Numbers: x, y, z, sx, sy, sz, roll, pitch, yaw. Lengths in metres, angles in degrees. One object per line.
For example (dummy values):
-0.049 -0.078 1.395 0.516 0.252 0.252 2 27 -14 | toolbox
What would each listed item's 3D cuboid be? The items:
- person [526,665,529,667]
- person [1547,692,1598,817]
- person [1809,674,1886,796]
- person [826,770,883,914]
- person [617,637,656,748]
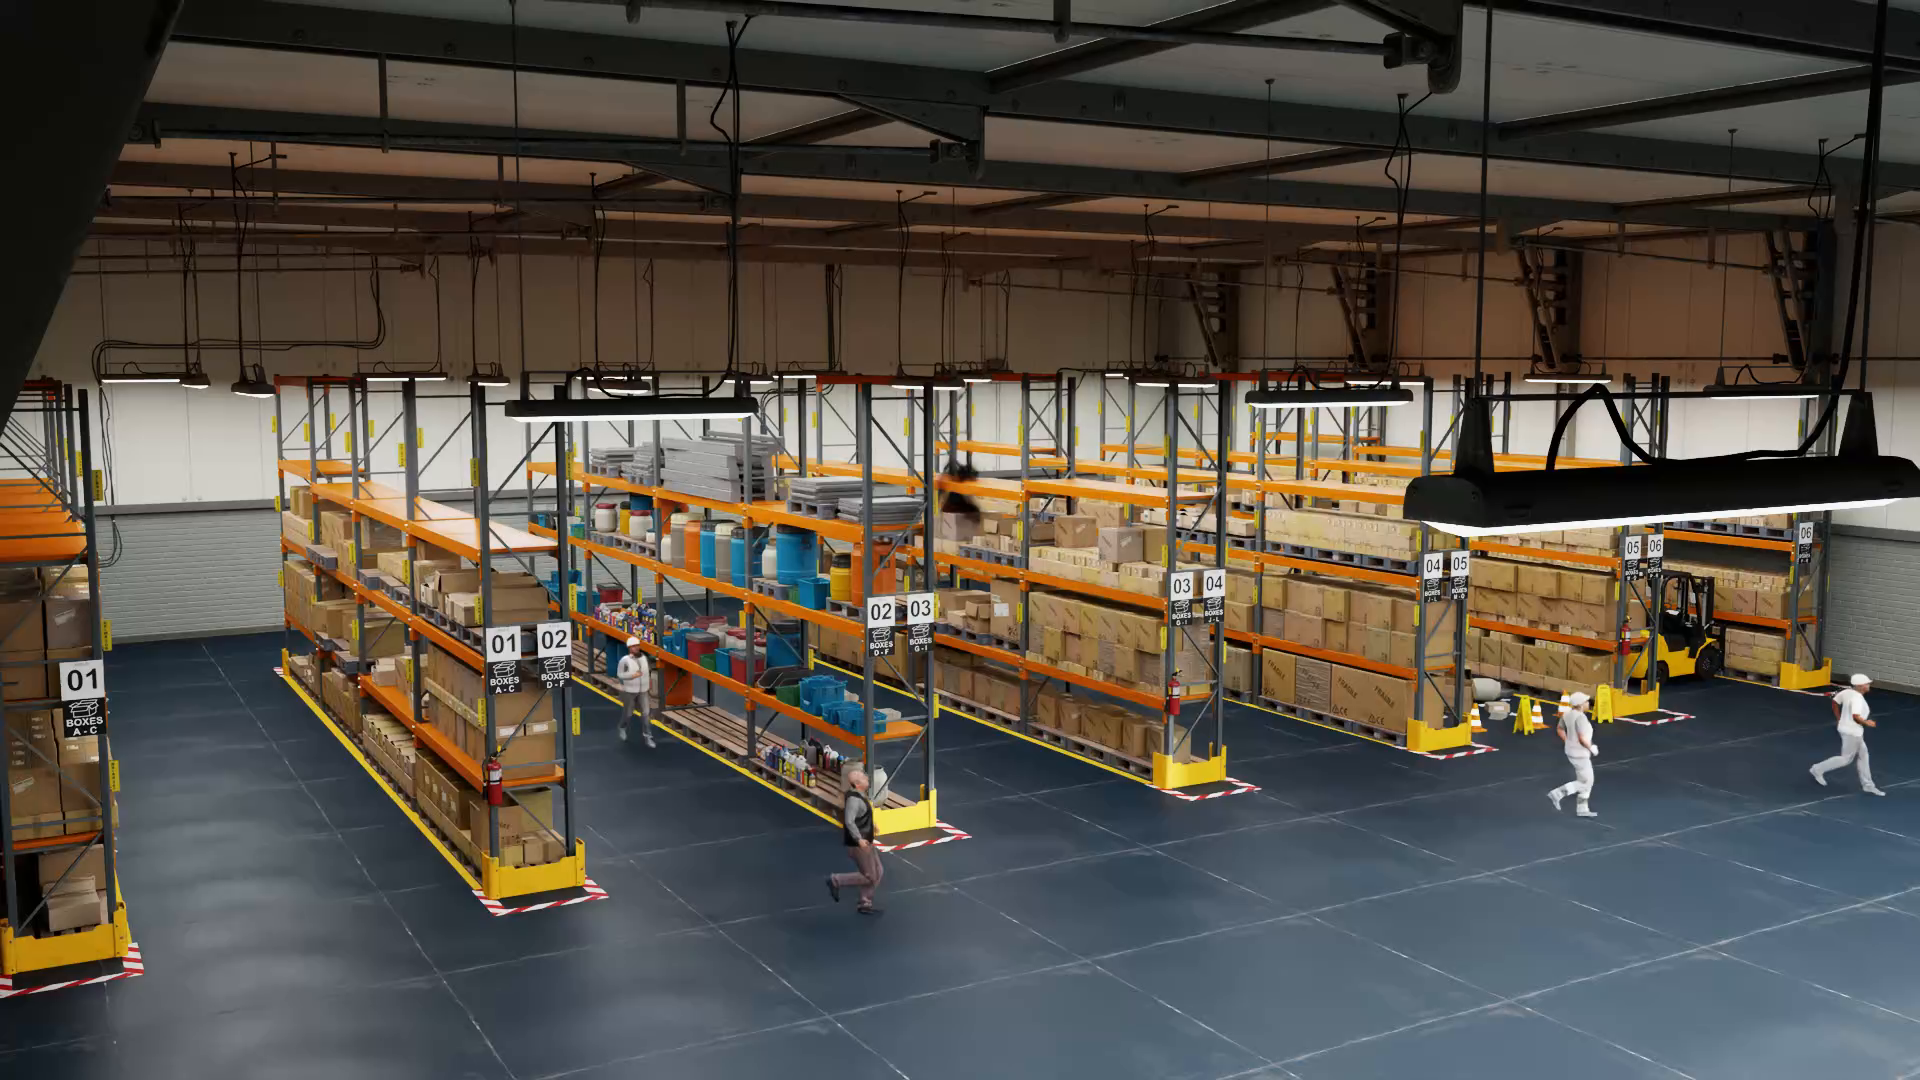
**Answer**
-7.506 2.447 28.321 0.521 1.561 0.570 -5 8 -37 | person
8.459 2.963 22.916 0.743 1.755 0.656 0 6 -1 | person
12.935 2.814 24.174 1.023 1.758 0.726 2 6 16 | person
-1.199 3.447 18.919 0.643 1.677 0.678 0 6 -1 | person
-5.295 2.462 27.156 0.661 1.772 0.943 -5 8 -36 | person
